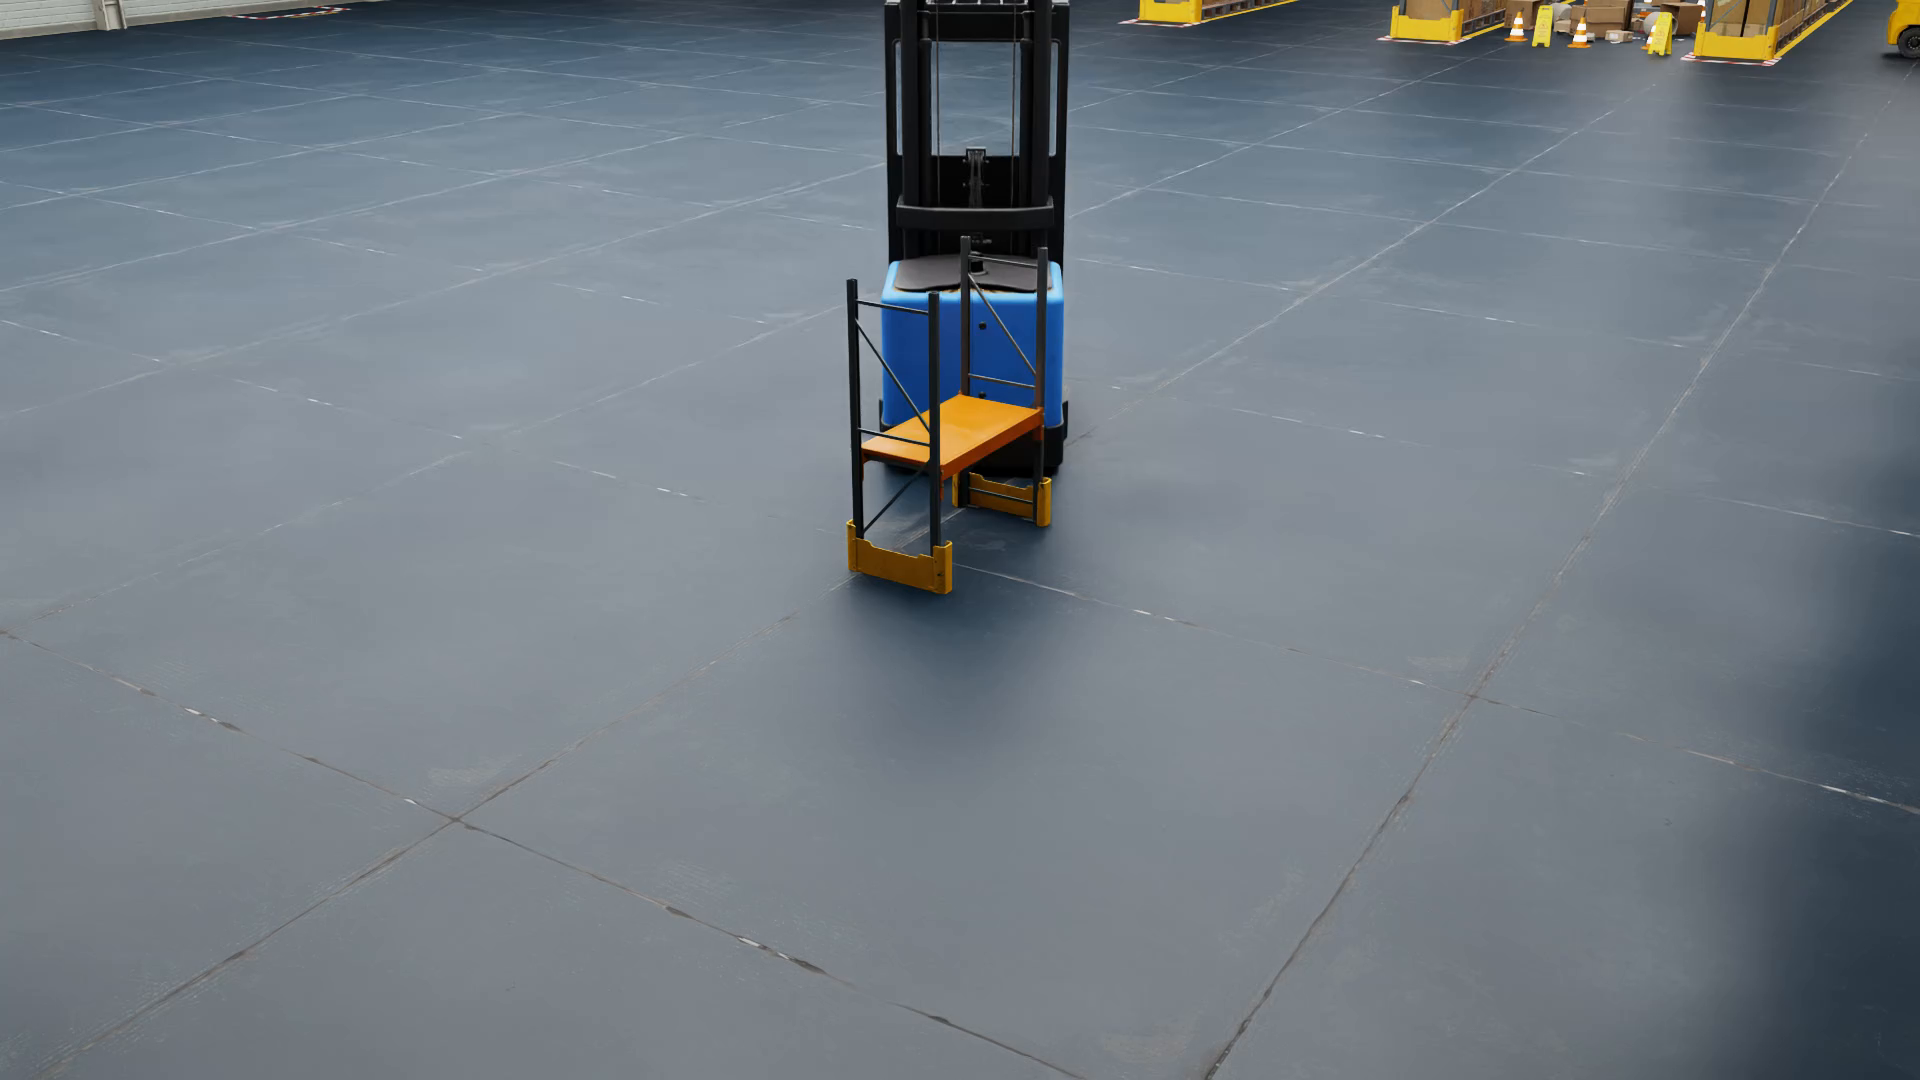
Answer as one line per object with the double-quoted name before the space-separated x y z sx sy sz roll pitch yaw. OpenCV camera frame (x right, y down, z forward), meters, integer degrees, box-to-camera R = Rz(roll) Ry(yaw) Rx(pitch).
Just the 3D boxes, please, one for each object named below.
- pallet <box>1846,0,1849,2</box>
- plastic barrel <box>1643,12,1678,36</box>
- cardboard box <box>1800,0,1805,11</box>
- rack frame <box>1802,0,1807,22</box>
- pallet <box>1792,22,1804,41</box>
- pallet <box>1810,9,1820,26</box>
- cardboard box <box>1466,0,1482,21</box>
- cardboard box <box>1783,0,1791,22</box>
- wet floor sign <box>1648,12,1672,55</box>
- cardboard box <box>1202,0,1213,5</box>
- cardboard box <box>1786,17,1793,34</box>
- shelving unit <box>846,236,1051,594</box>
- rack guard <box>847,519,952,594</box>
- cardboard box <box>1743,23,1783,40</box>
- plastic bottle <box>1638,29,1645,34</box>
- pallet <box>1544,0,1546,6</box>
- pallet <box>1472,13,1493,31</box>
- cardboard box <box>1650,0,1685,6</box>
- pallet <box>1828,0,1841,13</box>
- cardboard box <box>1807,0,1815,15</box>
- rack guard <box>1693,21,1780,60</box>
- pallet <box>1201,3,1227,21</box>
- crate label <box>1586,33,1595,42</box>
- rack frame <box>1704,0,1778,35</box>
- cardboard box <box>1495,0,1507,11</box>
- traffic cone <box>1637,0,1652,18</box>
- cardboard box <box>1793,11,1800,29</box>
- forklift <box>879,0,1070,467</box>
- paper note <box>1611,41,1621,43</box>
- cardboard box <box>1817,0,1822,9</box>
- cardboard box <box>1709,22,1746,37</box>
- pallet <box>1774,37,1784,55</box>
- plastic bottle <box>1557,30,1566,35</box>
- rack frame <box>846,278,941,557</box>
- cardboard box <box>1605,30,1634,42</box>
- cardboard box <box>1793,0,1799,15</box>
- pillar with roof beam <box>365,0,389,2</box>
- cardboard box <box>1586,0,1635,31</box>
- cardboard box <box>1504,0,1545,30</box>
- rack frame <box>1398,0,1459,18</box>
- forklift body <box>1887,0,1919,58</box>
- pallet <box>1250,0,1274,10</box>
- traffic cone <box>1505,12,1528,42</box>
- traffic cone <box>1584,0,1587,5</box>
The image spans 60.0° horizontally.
"pallet" 18.335 -11.592 35.261 1.003 0.211 1.213 14 27 29
"plastic barrel" 12.151 -8.930 28.845 0.421 0.421 0.512 -7 24 -17
"cardboard box" 14.374 -9.467 28.831 0.500 0.500 0.500 13 27 28
"rack frame" 14.458 -10.448 29.108 1.000 3.000 0.127 14 27 29
"pallet" 14.133 -8.934 29.122 1.003 0.211 1.213 14 27 29
"pallet" 15.510 -9.845 31.225 1.003 0.211 1.213 14 27 29
"cardboard box" 8.853 -9.859 29.894 0.875 0.875 0.875 13 27 28
"cardboard box" 13.292 -8.773 27.227 0.500 0.500 0.500 13 26 27
"wet floor sign" 11.338 -8.177 26.827 0.232 0.644 0.267 -17 29 -35
"cardboard box" 4.558 -10.636 32.162 0.500 0.500 0.500 -20 31 -39
"cardboard box" 13.561 -8.600 27.774 0.500 0.250 0.500 16 28 32
"shelving unit" -0.040 -0.663 8.393 0.587 1.500 1.083 14 27 29
"rack guard" -0.303 0.079 8.253 0.587 0.250 0.087 14 27 29
"cardboard box" 13.008 -8.243 26.948 0.500 0.250 0.500 14 27 29
"plastic bottle" 12.184 -9.057 29.594 0.133 0.061 0.283 20 30 38
"pallet" 11.185 -10.861 33.573 1.003 0.211 1.213 14 27 29
"pallet" 9.089 -9.518 30.470 1.003 0.211 1.213 14 27 29
"cardboard box" 12.930 -10.011 30.293 0.500 0.500 0.500 14 27 29
"pallet" 17.048 -10.768 33.359 1.003 0.211 1.213 14 27 29
"cardboard box" 15.109 -9.856 30.519 0.950 0.372 0.625 16 28 32
"rack guard" 12.388 -7.976 26.546 1.175 0.500 0.348 14 27 29
"pallet" 4.427 -10.187 32.017 1.003 0.211 1.213 14 27 29
"crate label" 10.718 -8.596 28.433 0.250 0.136 0.298 1 23 2
"rack frame" 12.348 -9.098 25.990 1.000 3.000 0.127 14 27 29
"cardboard box" 9.808 -10.471 31.308 0.875 0.875 0.875 14 27 30
"traffic cone" 13.226 -10.303 31.967 0.336 0.463 0.334 14 27 29
"cardboard box" 14.102 -8.941 28.560 0.500 0.250 0.500 13 27 28
"forklift" 0.106 -2.300 10.373 1.130 2.935 3.031 1 23 1
"paper note" 11.155 -8.471 28.280 0.148 0.019 0.142 5 24 11
"cardboard box" 15.879 -10.345 31.651 0.950 0.372 0.625 13 27 28
"cardboard box" 12.558 -8.366 27.232 0.500 0.250 0.500 14 27 29
"pallet" 12.846 -8.111 27.219 1.003 0.211 1.213 14 27 29
"plastic bottle" 10.638 -8.981 29.420 0.133 0.061 0.283 5 24 11
"rack frame" -0.313 -0.488 7.989 0.500 1.500 0.032 14 27 29
"cardboard box" 11.323 -8.655 28.555 0.250 0.149 0.380 -12 26 -26
"cardboard box" 13.839 -9.122 28.035 0.500 0.500 0.500 15 28 32
"pillar with roof beam" -8.569 -14.532 30.991 9.100 9.000 0.400 14 27 29
"cardboard box" 11.610 -9.455 29.787 0.797 0.637 0.503 14 27 29
"cardboard box" 10.252 -9.566 30.215 0.500 0.500 0.500 20 30 38
"rack frame" 8.089 -10.101 28.307 1.000 3.000 0.127 14 27 29
"forklift body" 16.017 -8.692 26.120 2.313 2.155 1.214 14 27 29
"pallet" 5.714 -11.011 33.919 1.003 0.211 1.213 14 27 29
"traffic cone" 9.576 -8.818 28.538 0.336 0.463 0.334 14 27 29
"traffic cone" 12.189 -10.423 32.244 0.336 0.463 0.334 14 27 29
